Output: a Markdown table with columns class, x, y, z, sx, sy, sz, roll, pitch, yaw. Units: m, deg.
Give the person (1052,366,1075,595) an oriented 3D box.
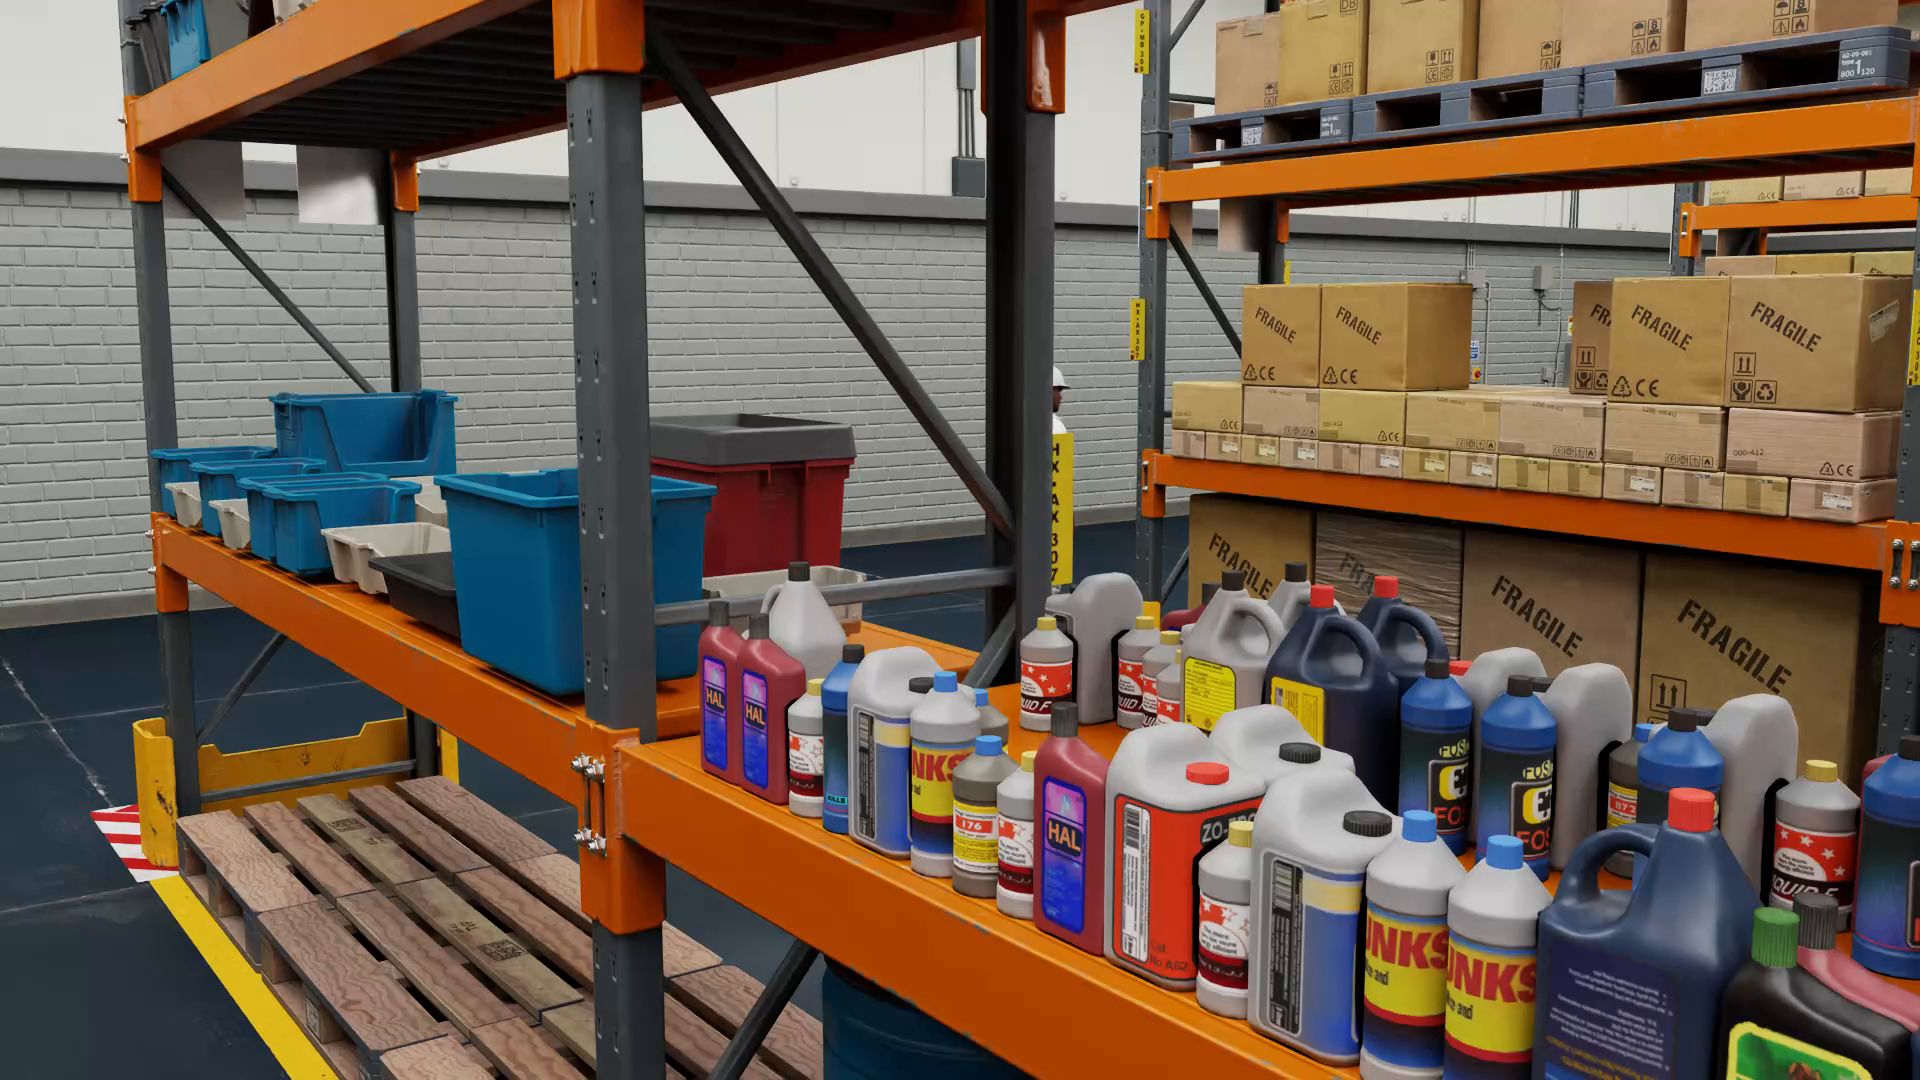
| class | x | y | z | sx | sy | sz | roll | pitch | yaw |
| --- | --- | --- | --- | --- | --- | --- | --- | --- | --- |
| person | 0.474 | -0.181 | 10.072 | 0.463 | 1.760 | 0.634 | -5 | 9 | -31 |
